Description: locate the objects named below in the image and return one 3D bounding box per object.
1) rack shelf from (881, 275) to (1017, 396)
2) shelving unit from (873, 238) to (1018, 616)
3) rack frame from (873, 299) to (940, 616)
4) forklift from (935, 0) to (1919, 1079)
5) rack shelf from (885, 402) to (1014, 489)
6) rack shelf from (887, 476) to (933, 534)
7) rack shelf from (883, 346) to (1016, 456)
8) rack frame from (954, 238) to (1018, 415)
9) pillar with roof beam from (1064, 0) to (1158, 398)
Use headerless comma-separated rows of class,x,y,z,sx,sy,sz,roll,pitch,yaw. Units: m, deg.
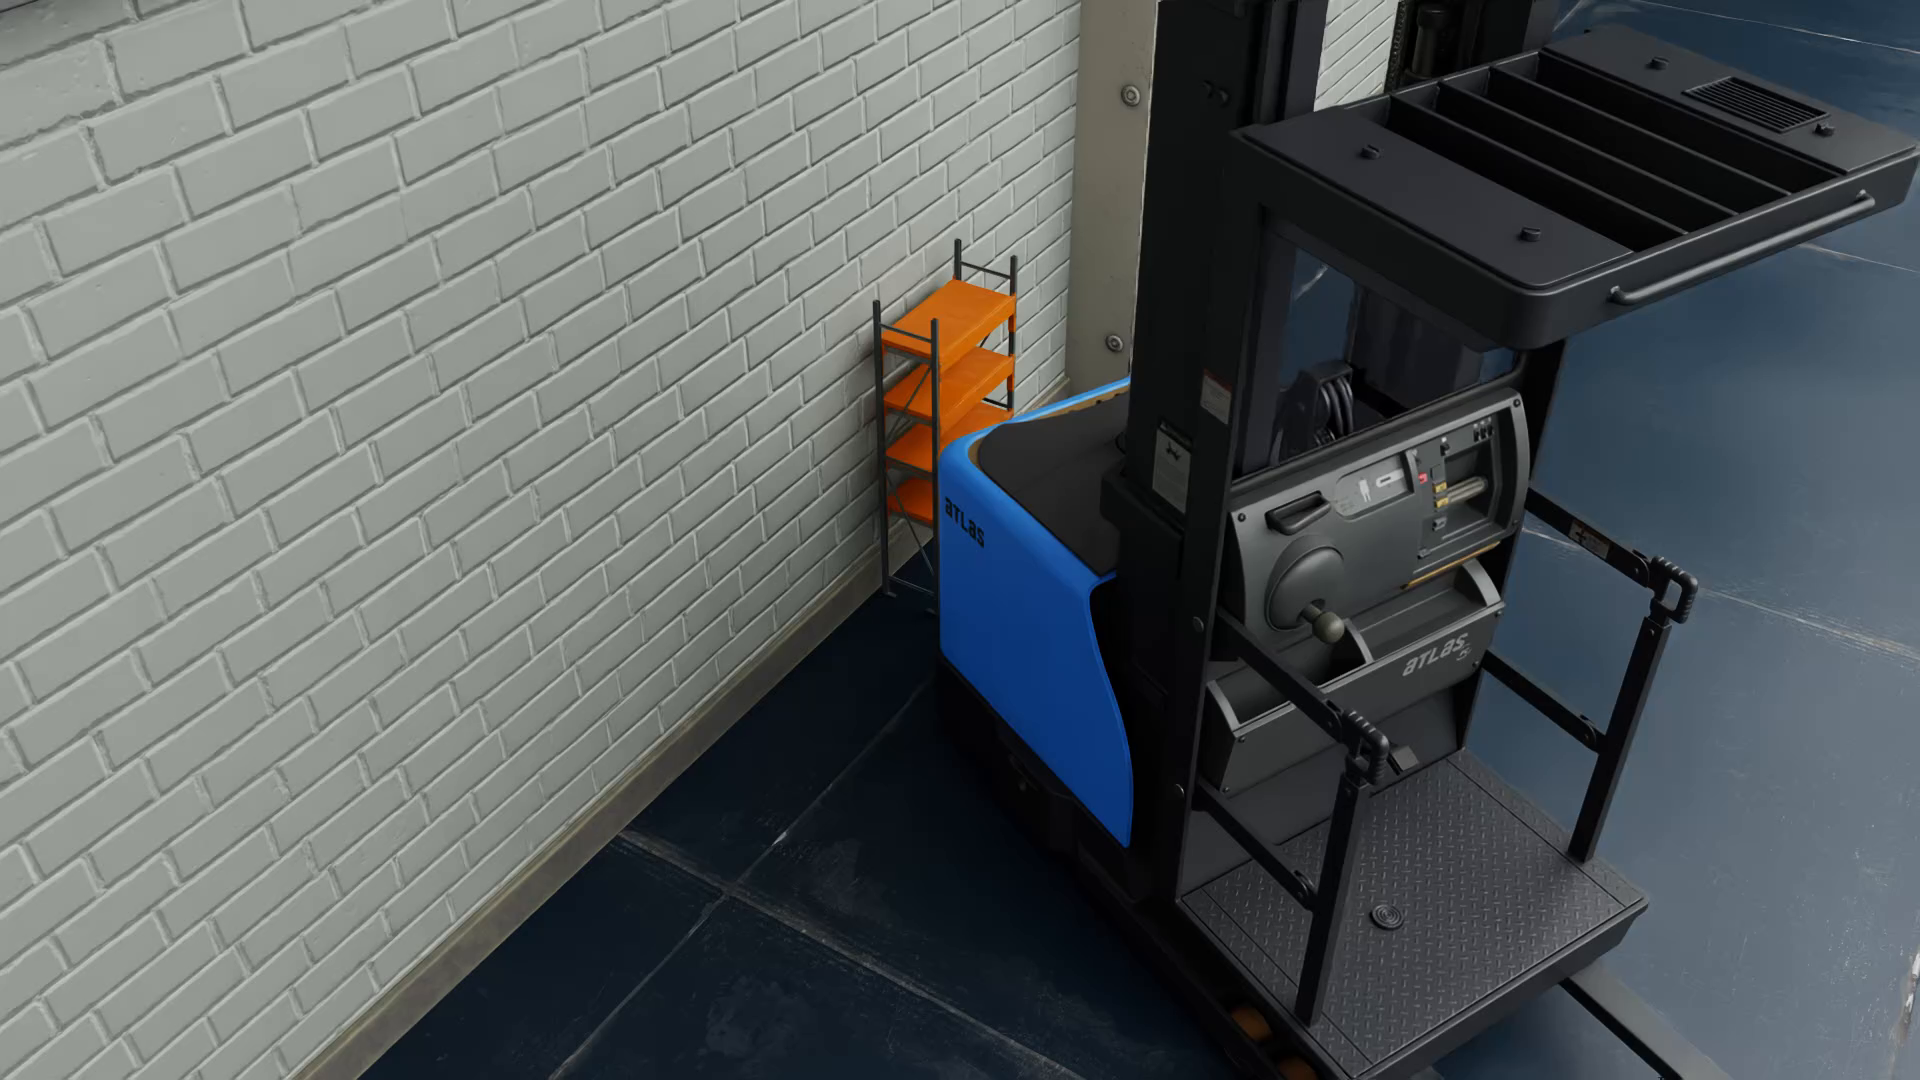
rack shelf,-0.043,-0.684,5.511,0.258,0.148,0.480,21,42,25
shelving unit,-0.043,-0.373,5.751,0.258,1.200,0.503,21,42,25
rack frame,-0.172,-0.247,5.587,0.240,1.200,0.015,21,42,25
forklift,1.134,0.010,3.836,1.130,2.935,3.031,-21,42,-25
rack shelf,-0.044,-0.320,5.792,0.258,0.148,0.480,21,42,25
rack shelf,-0.044,-0.163,5.914,0.258,0.148,0.480,21,42,25
rack shelf,-0.043,-0.497,5.656,0.258,0.148,0.480,21,42,25
rack frame,0.085,-0.500,5.915,0.240,1.200,0.015,21,42,25
pillar with roof beam,4.296,-2.768,2.469,9.100,9.000,0.400,21,42,25
